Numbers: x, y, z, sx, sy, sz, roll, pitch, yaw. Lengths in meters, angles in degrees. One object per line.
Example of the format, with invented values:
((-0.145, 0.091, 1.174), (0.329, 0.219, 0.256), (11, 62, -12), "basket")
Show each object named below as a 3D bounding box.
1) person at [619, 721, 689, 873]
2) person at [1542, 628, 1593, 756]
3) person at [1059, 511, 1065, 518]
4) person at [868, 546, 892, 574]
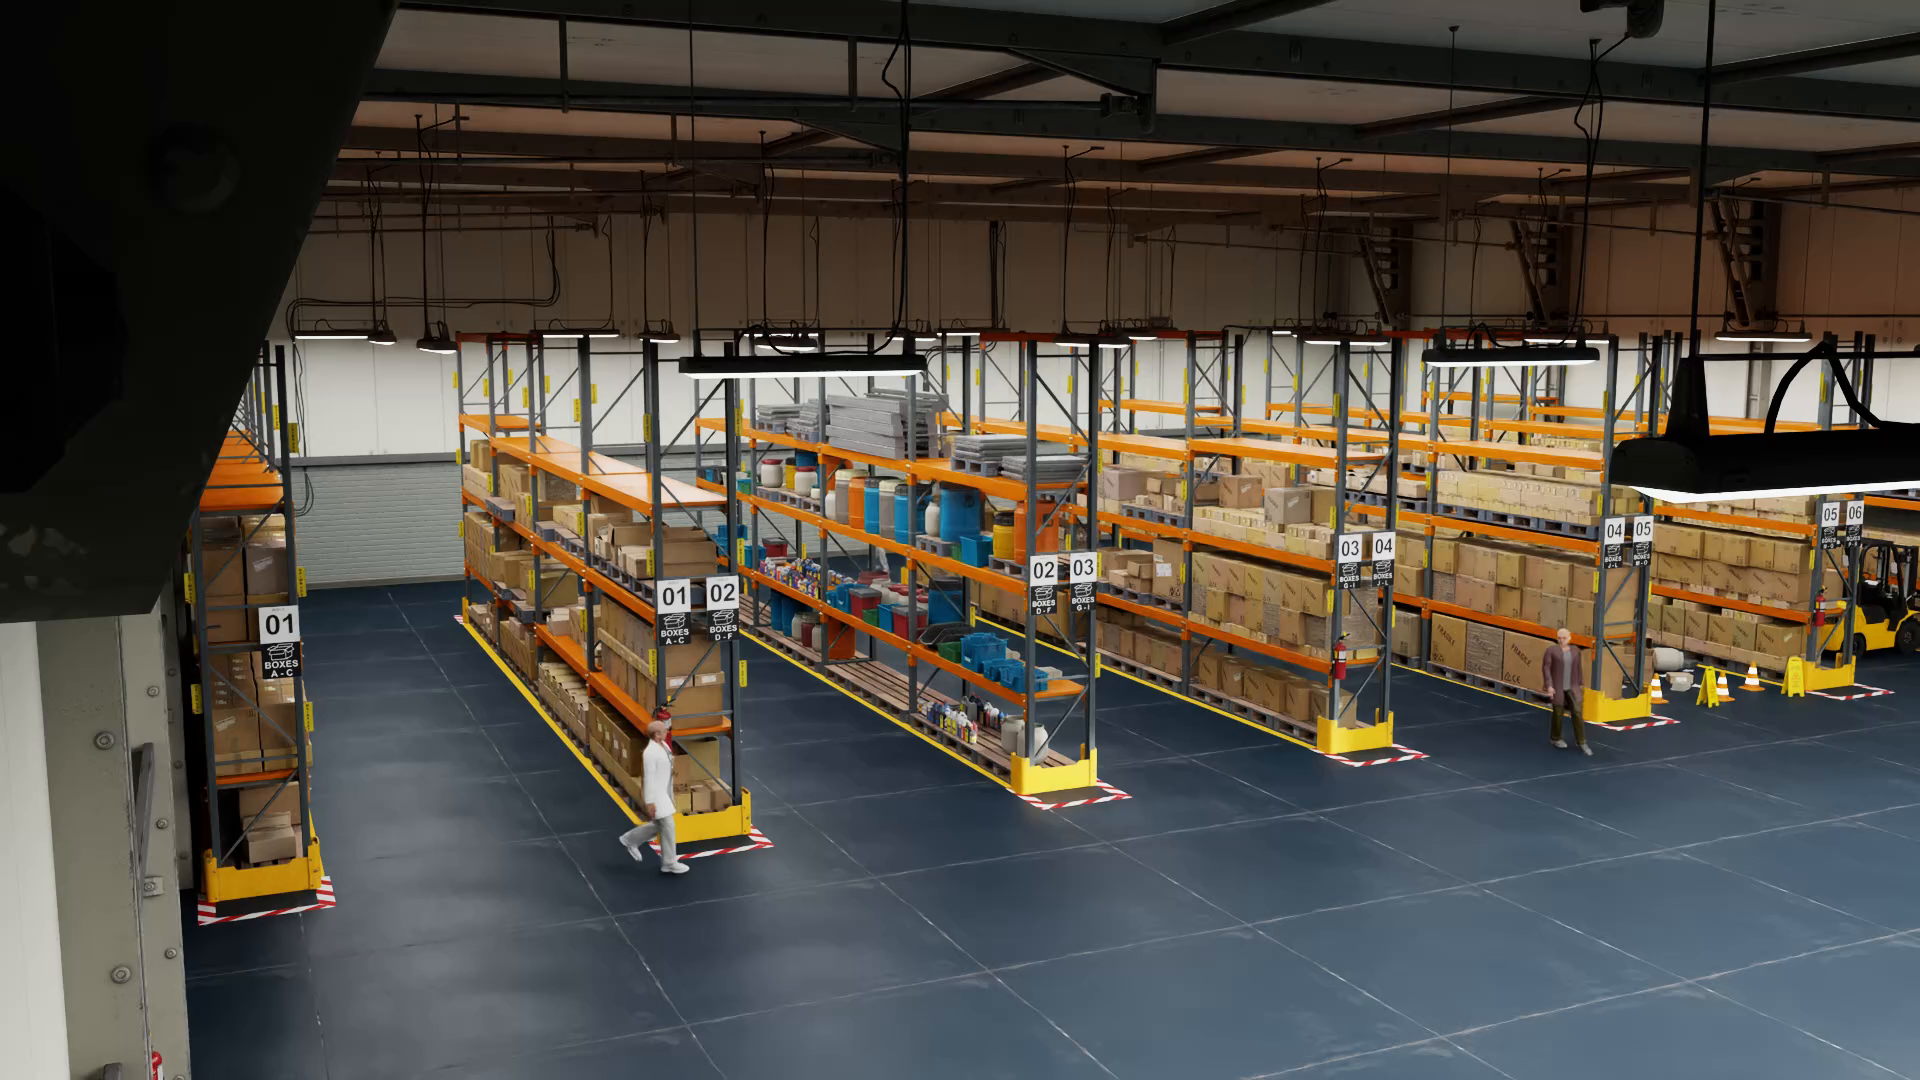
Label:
((-3.503, 2.902, 18.971), (0.921, 1.749, 0.602), (2, 8, 14), "person")
((8.856, 2.196, 24.268), (0.662, 1.794, 0.705), (0, 8, 4), "person")
((2.474, 0.031, 41.017), (0.435, 1.533, 0.827), (5, 9, 33), "person")
((-1.955, -0.078, 41.286), (0.866, 1.787, 0.539), (5, 9, 32), "person")
